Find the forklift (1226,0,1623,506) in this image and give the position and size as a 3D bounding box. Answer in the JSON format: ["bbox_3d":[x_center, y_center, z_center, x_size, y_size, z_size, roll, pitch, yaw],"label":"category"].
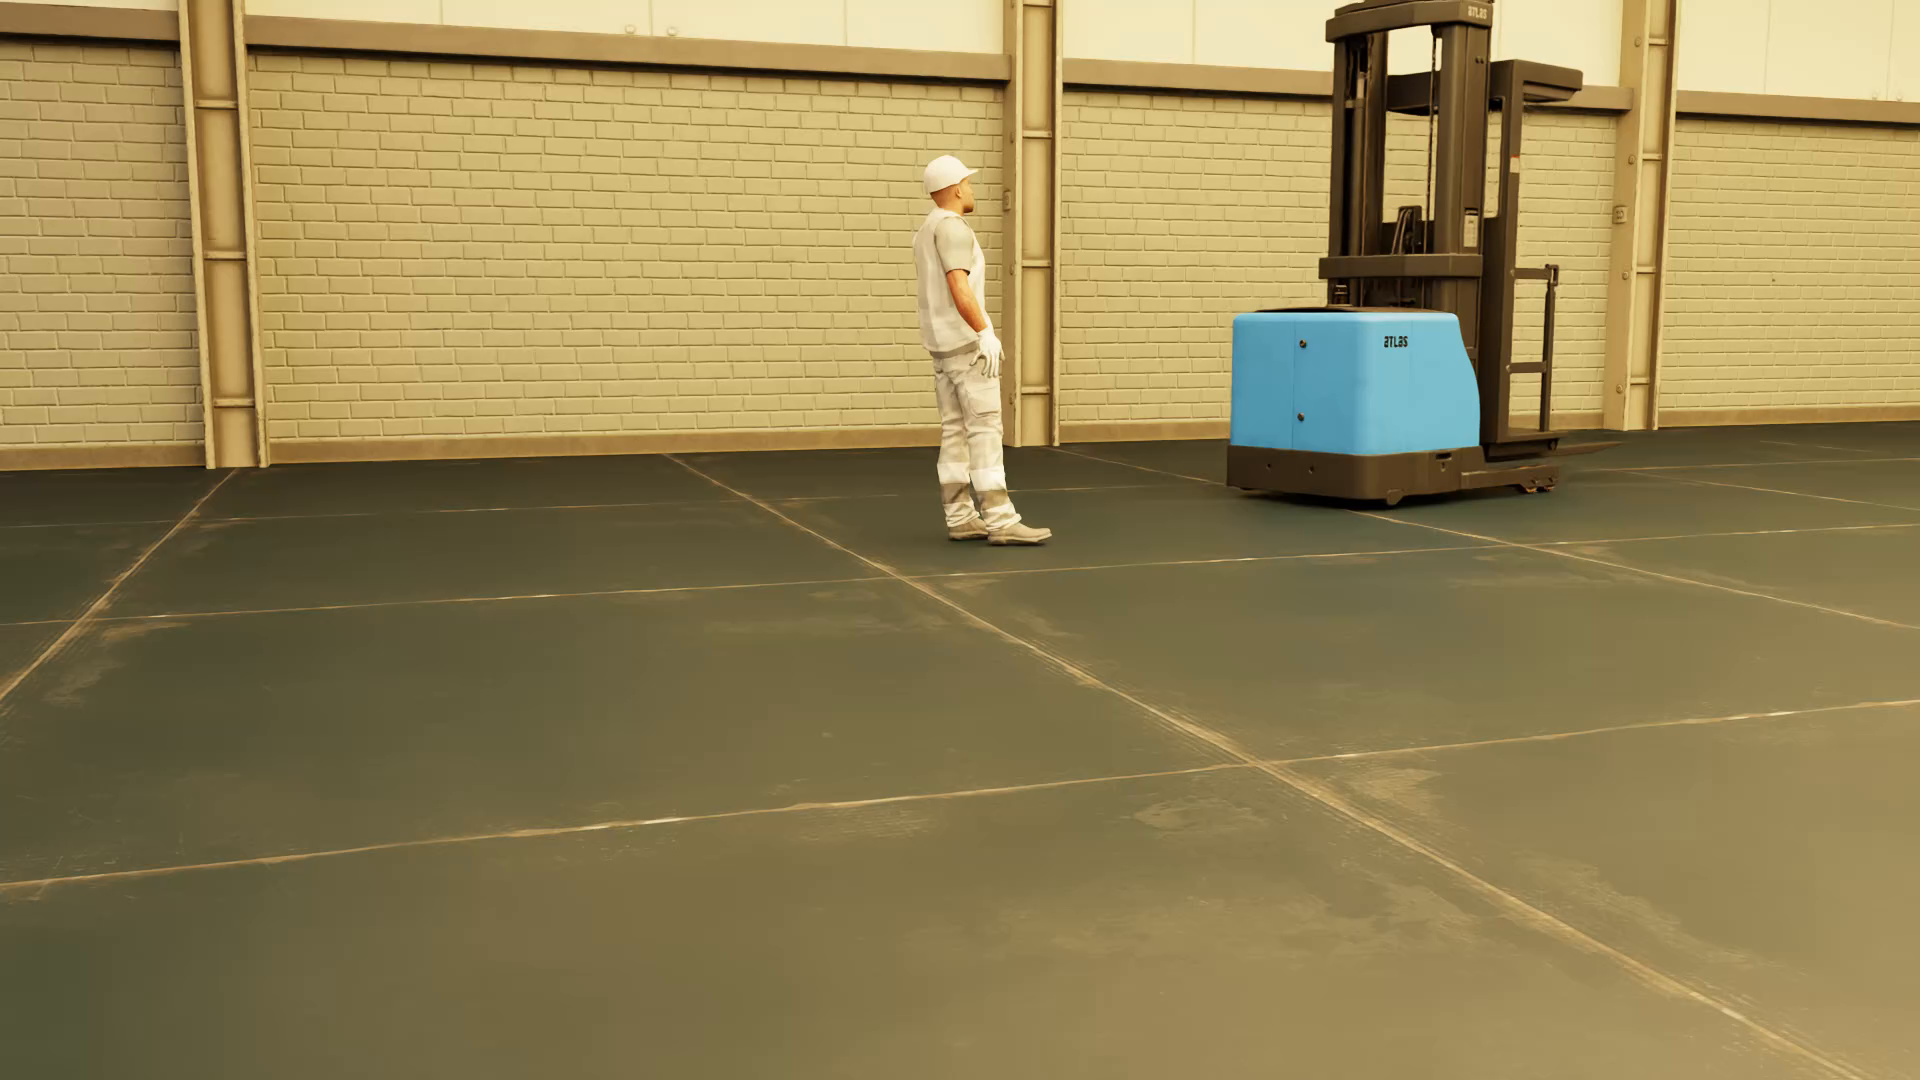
[{"bbox_3d":[3.016,-1.778,10.124,3.031,2.935,1.130,-6,10,-39],"label":"forklift"}]

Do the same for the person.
[{"bbox_3d":[0.080,-0.896,7.816,0.564,1.787,0.637,-3,8,-18],"label":"person"}]
